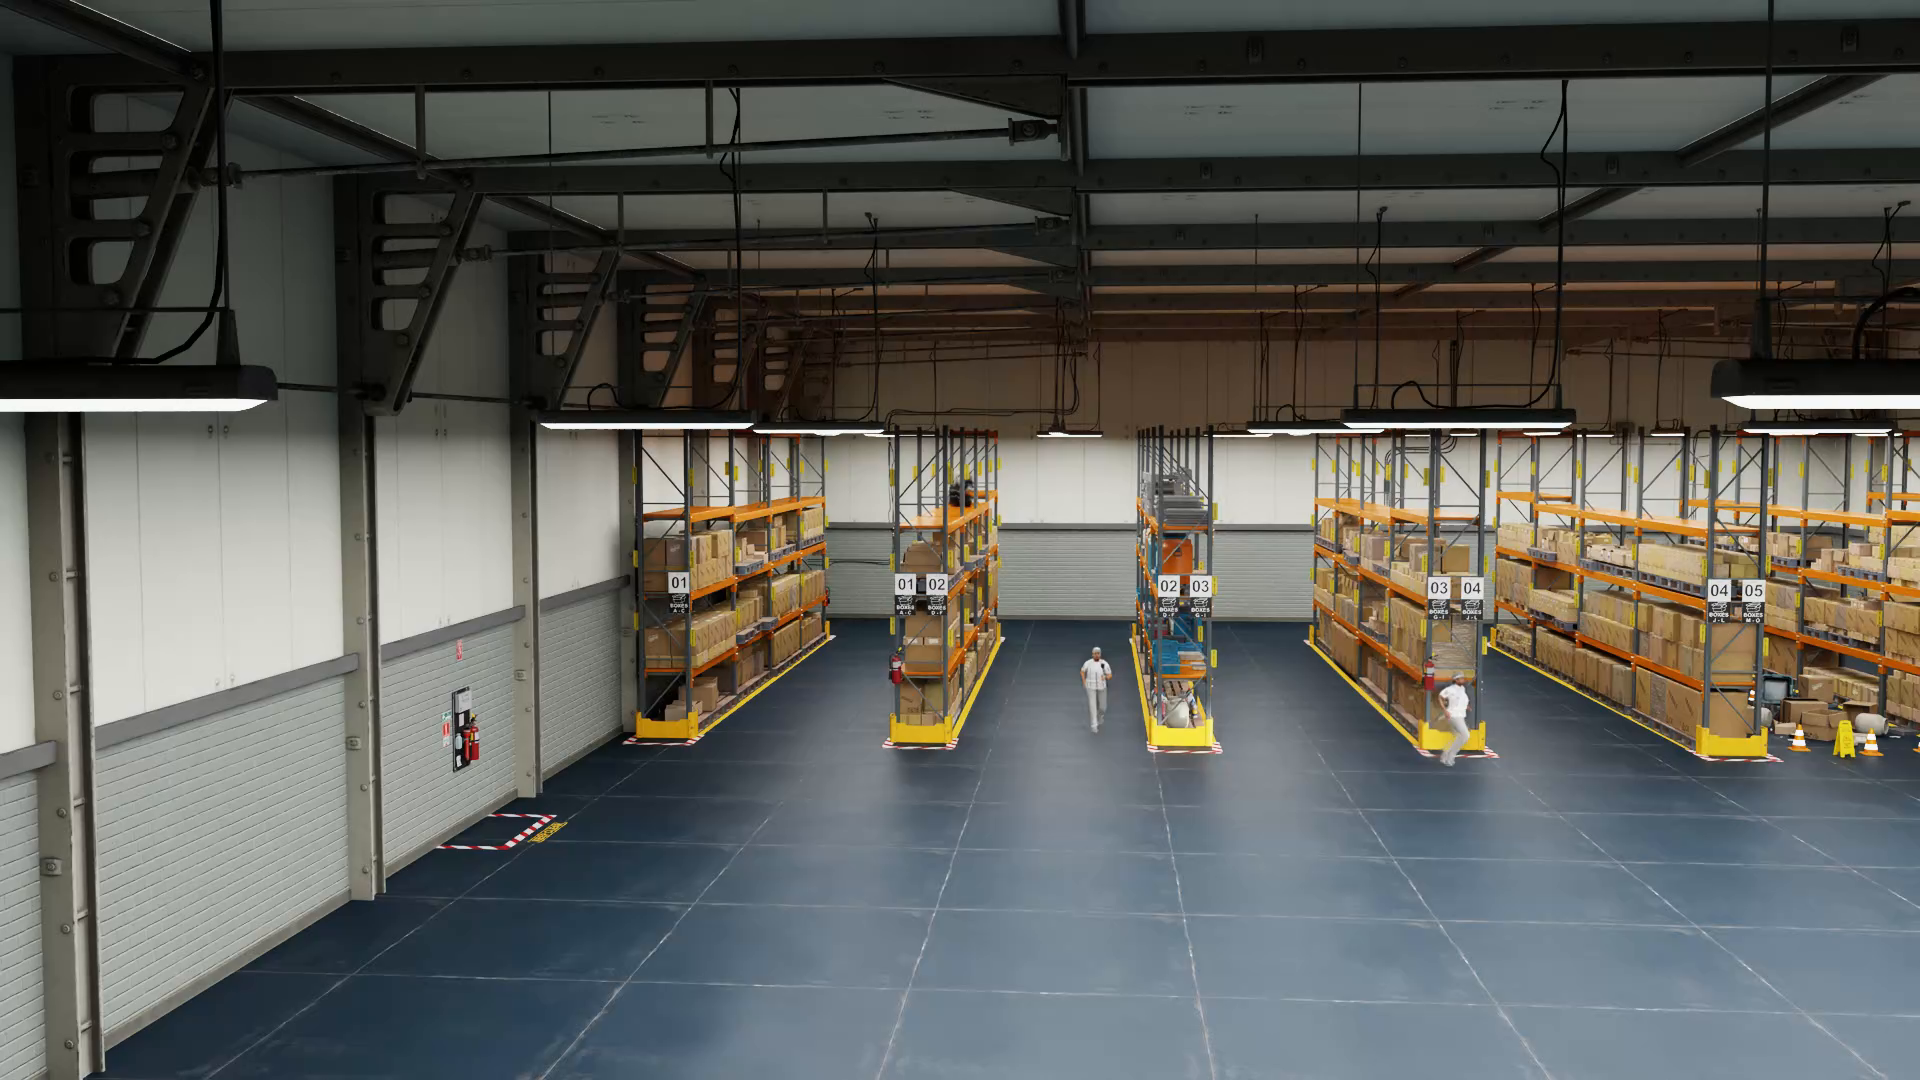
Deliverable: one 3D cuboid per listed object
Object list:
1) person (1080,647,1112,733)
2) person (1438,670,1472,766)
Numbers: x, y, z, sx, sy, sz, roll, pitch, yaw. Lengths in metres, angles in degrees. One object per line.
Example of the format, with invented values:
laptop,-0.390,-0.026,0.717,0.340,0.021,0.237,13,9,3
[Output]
person,2.685,2.936,32.748,0.619,1.626,0.843,0,3,0
person,8.771,3.128,29.287,0.564,1.667,0.591,3,4,38
